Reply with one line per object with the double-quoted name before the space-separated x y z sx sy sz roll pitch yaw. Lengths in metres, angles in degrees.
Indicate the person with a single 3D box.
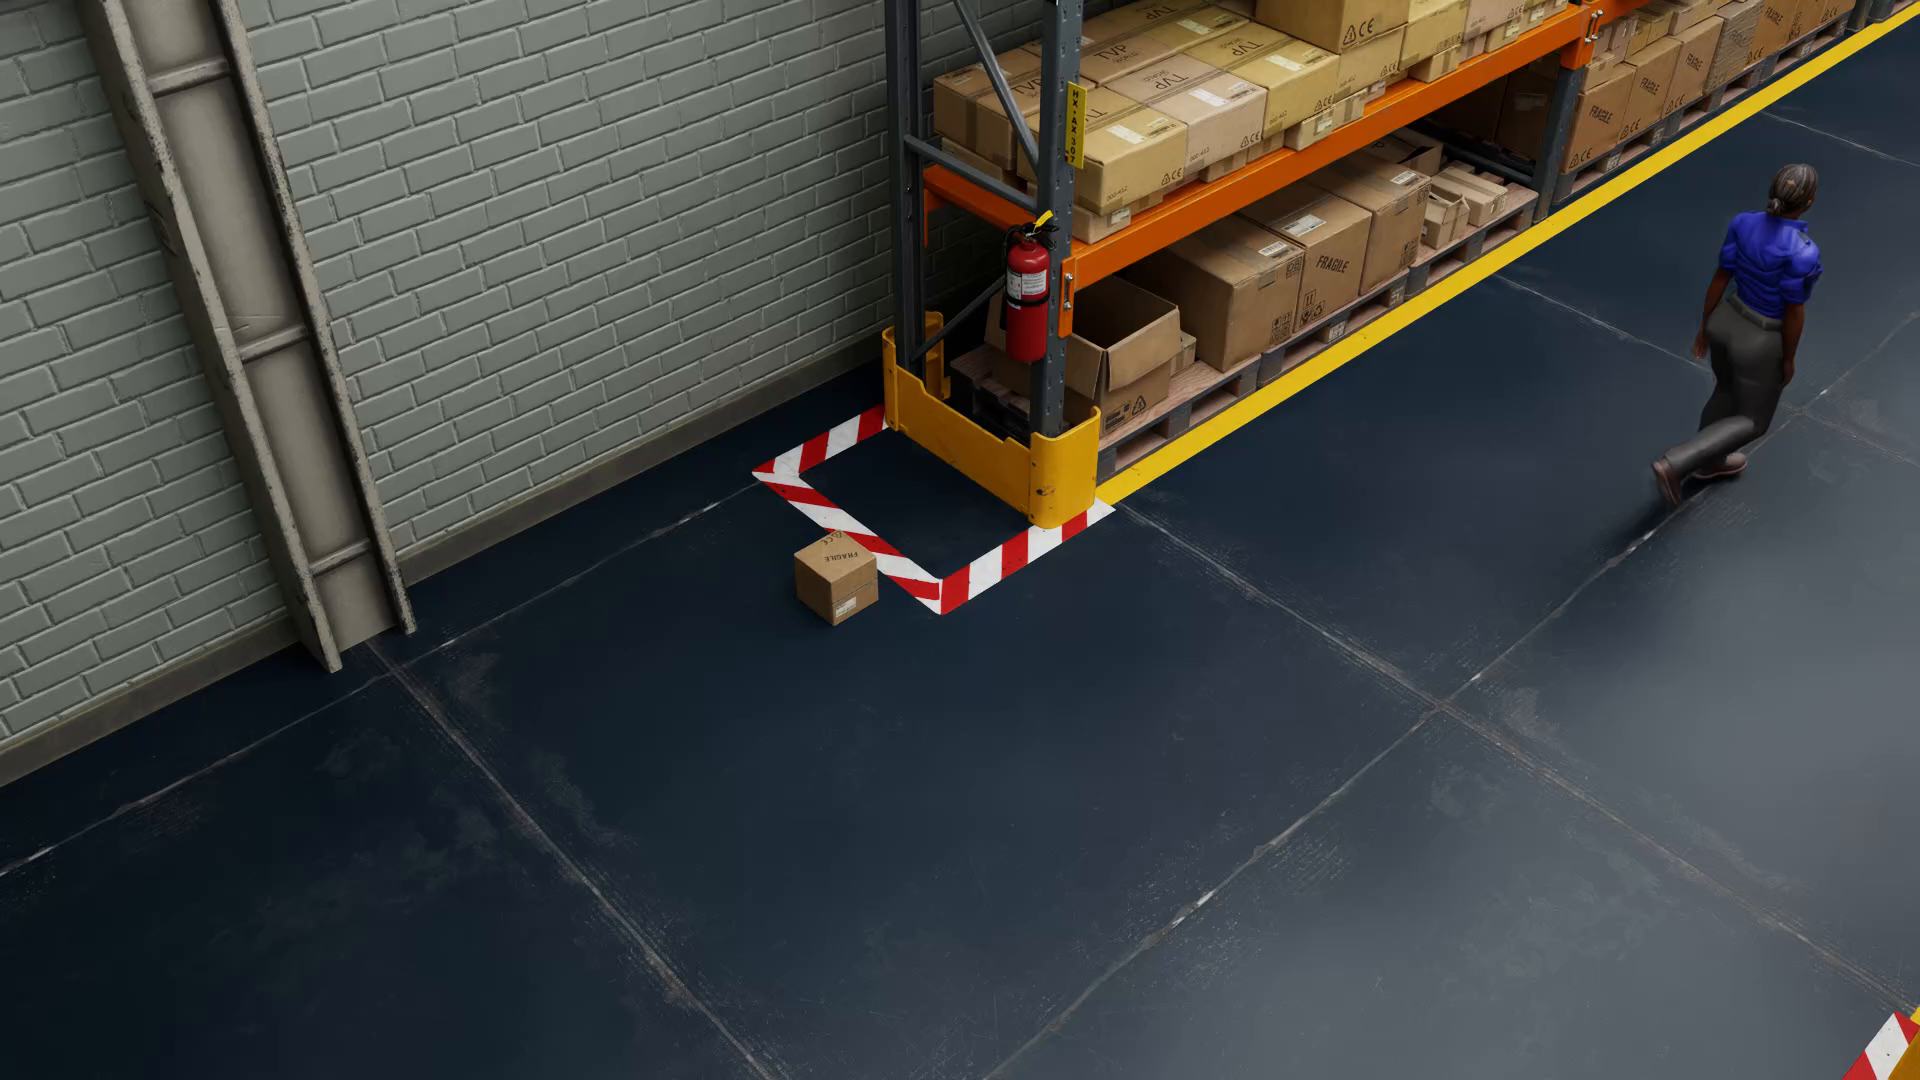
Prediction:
"person" 3.365 -0.863 7.158 0.729 1.629 0.446 -14 42 -16
